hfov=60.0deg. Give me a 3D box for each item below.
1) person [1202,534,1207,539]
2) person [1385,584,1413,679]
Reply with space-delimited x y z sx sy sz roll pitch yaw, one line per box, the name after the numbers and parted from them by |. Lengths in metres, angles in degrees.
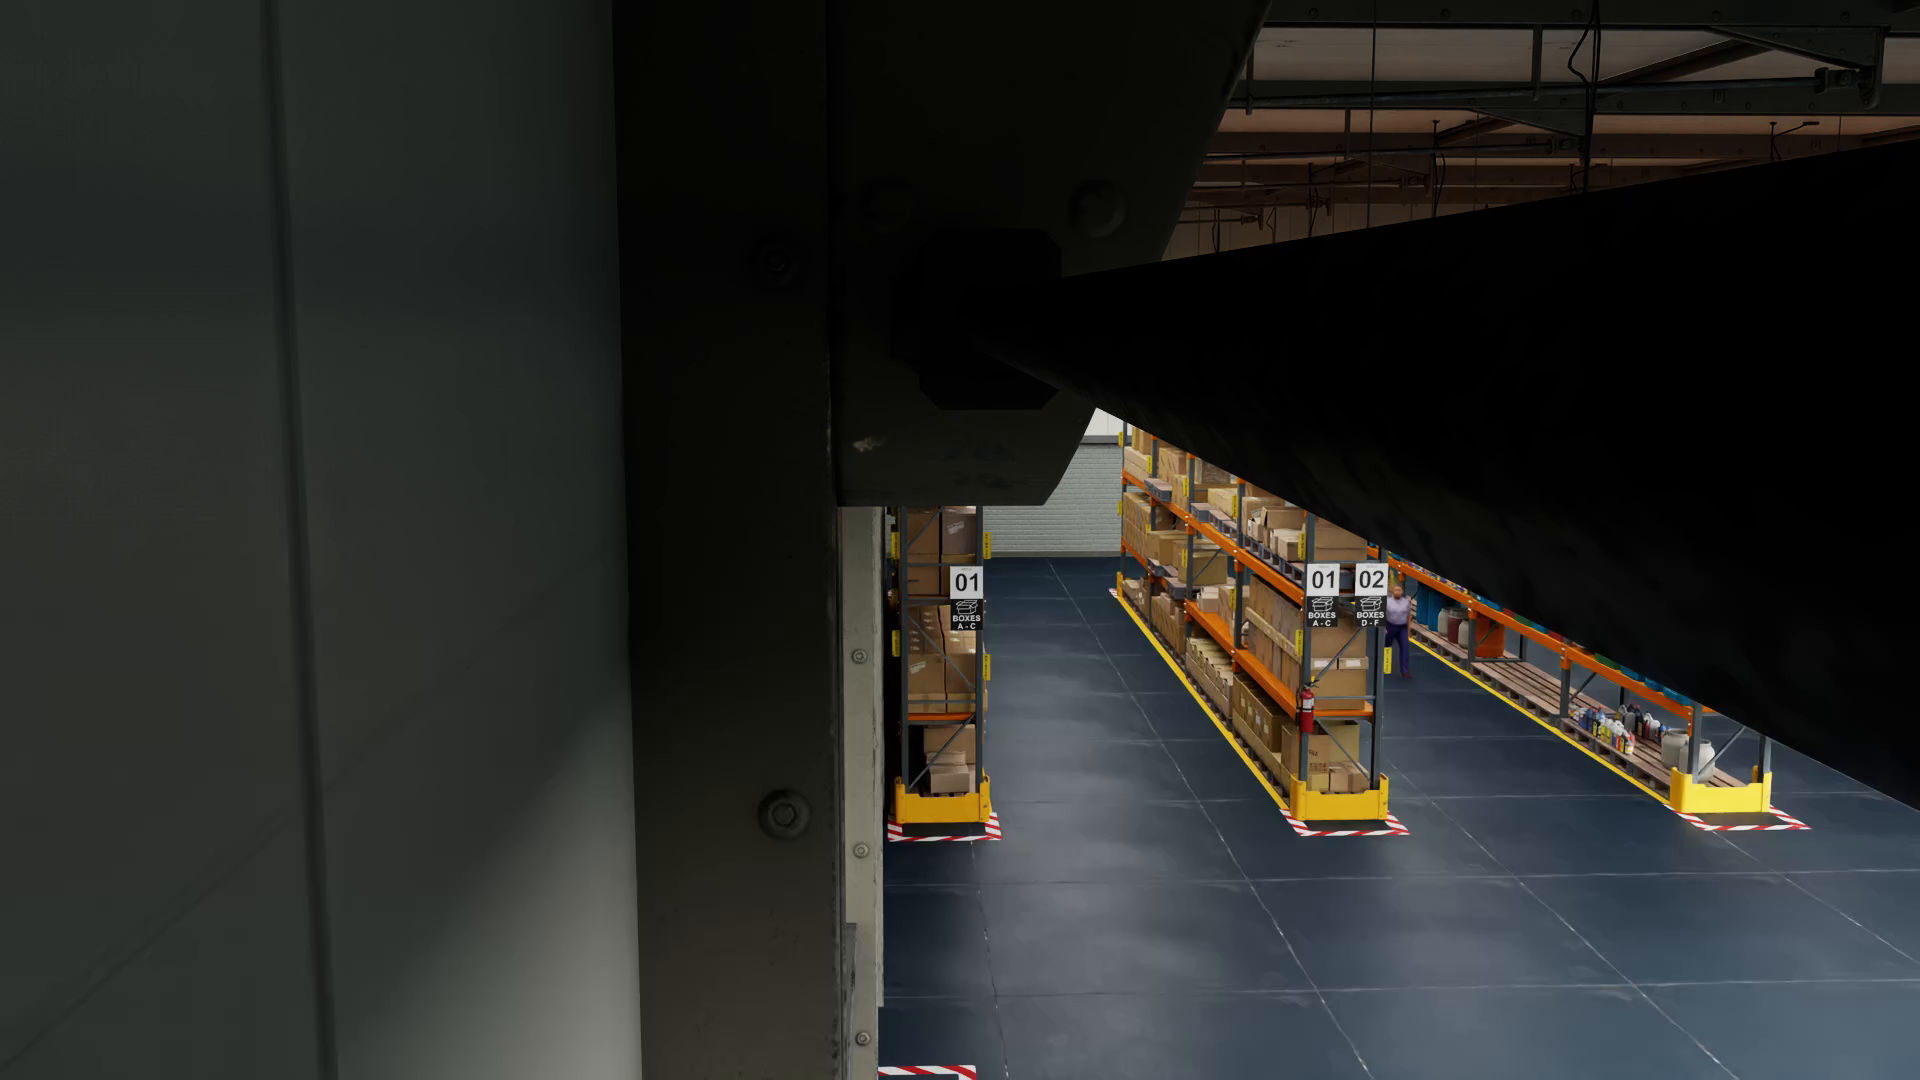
5.367 0.228 37.685 0.446 1.588 1.047 -2 8 -11 | person
7.482 1.535 28.517 0.566 1.584 1.053 -1 8 -4 | person
